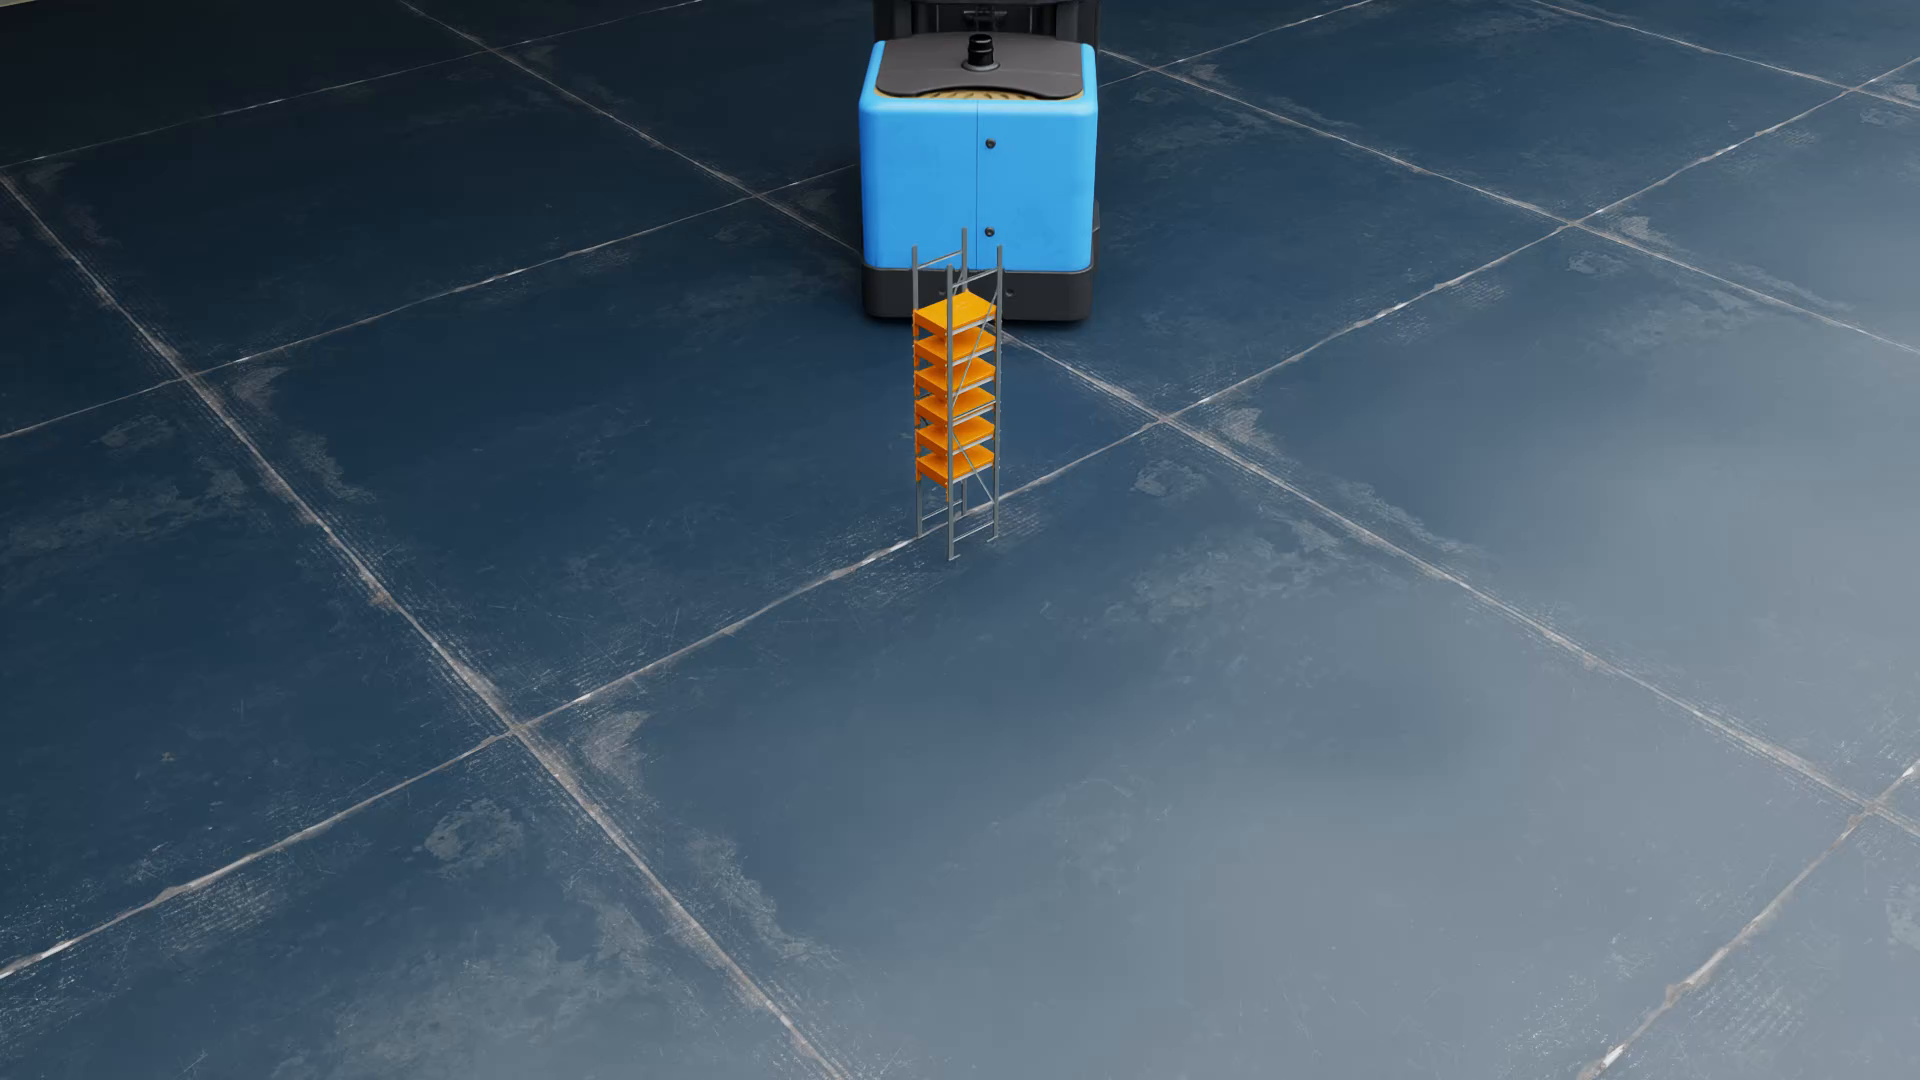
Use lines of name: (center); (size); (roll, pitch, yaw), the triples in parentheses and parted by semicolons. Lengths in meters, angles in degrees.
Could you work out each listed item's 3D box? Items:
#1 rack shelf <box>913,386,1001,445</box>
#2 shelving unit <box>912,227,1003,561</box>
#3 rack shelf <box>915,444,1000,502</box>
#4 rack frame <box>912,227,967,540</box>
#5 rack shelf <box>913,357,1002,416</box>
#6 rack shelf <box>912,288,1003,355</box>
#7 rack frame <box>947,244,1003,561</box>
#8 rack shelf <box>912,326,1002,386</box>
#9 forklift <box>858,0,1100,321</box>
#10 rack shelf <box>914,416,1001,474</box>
rack shelf: (-0.009, -0.460, 5.938); (0.258, 0.103, 0.180); (-26, 43, -32)
shelving unit: (-0.009, -0.496, 5.912); (0.258, 1.200, 0.189); (-26, 43, -32)
rack shelf: (-0.009, -0.264, 6.077); (0.258, 0.103, 0.180); (-26, 43, -32)
rack frame: (-0.068, -0.536, 5.969); (0.240, 1.200, 0.006); (-26, 43, -32)
rack shelf: (-0.009, -0.558, 5.869); (0.258, 0.103, 0.180); (-26, 43, -32)
rack shelf: (-0.009, -0.754, 5.730); (0.258, 0.103, 0.180); (-26, 43, -32)
rack frame: (0.050, -0.456, 5.855); (0.240, 1.200, 0.006); (-26, 43, -32)
rack shelf: (-0.009, -0.656, 5.799); (0.258, 0.103, 0.180); (-26, 43, -32)
forklift: (0.138, -3.013, 7.969); (1.130, 2.935, 3.031); (1, 35, 2)
rack shelf: (-0.009, -0.362, 6.007); (0.258, 0.103, 0.180); (-26, 43, -32)
